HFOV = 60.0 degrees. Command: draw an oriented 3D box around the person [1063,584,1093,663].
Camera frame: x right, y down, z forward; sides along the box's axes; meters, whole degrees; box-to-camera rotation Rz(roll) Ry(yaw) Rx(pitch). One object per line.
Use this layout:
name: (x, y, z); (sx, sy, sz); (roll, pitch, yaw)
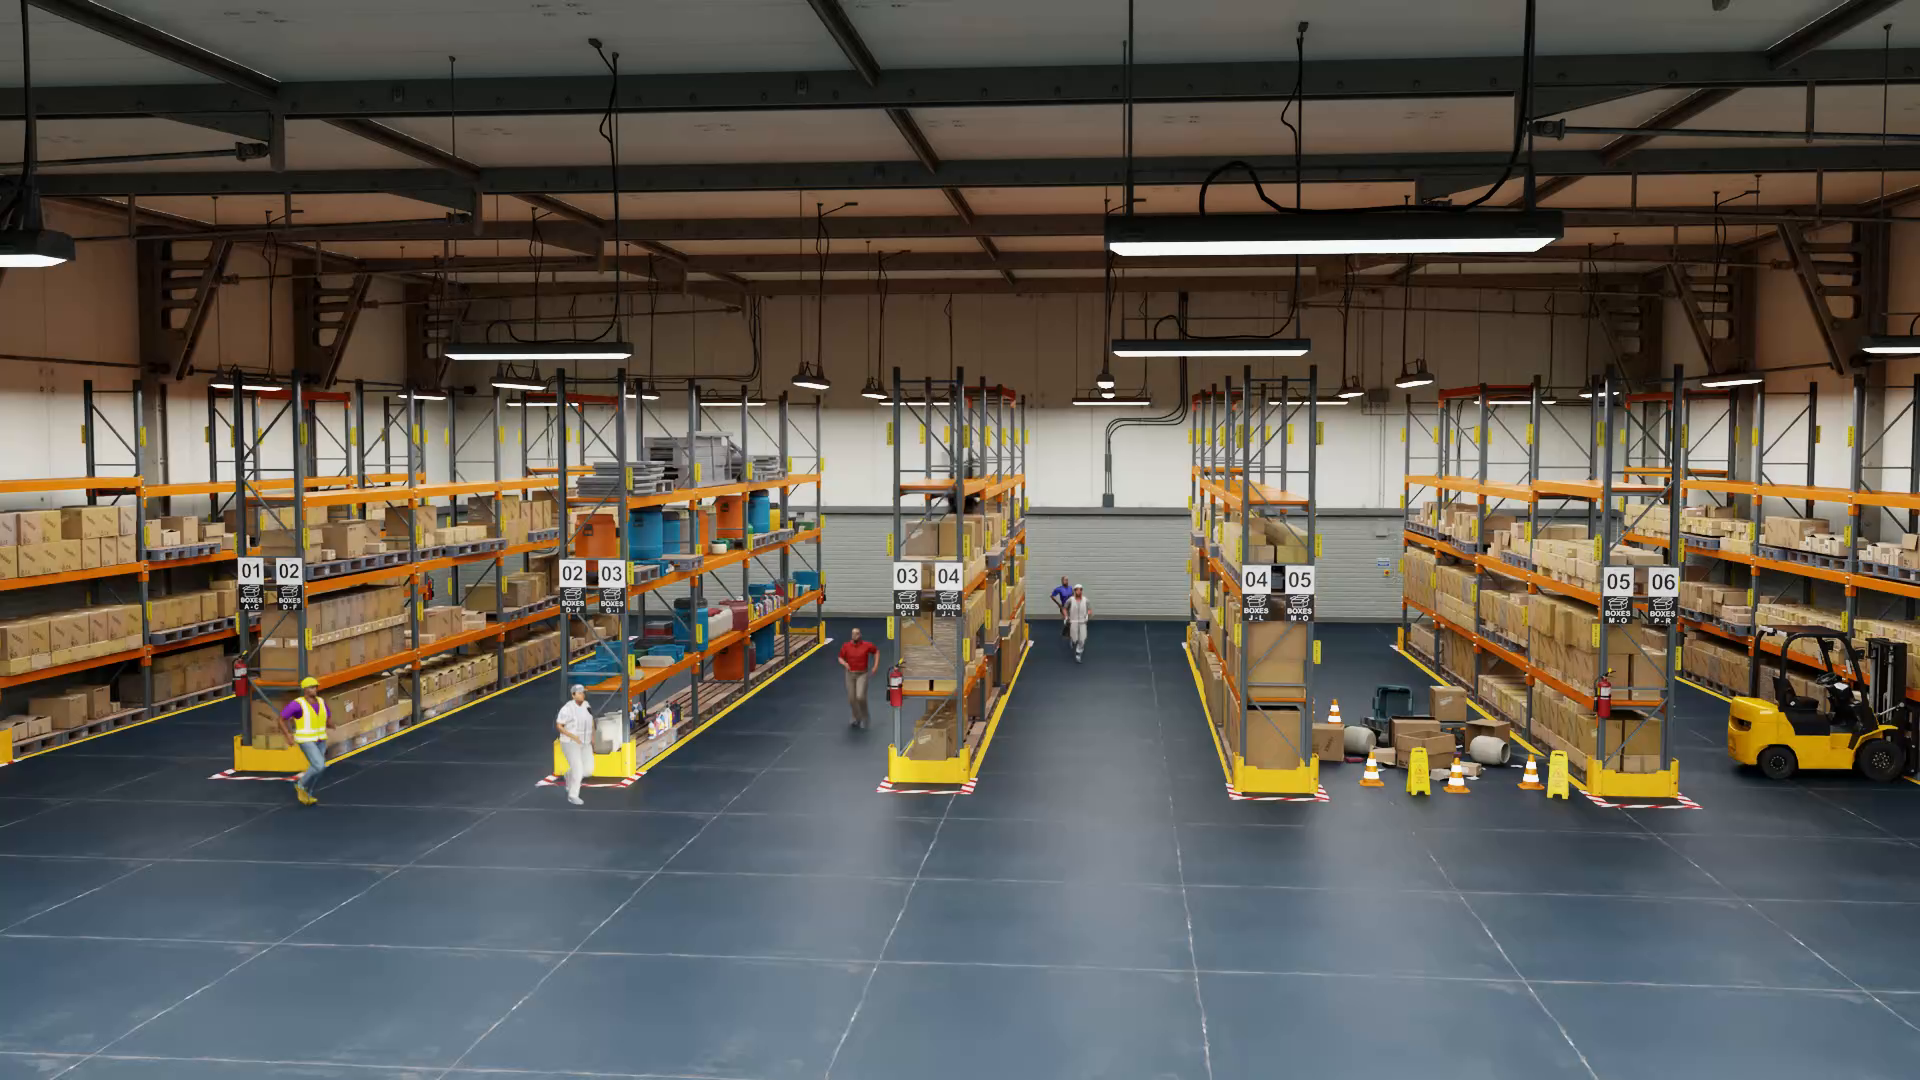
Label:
person: (2.618, 1.847, 36.850); (0.658, 1.736, 0.601); (0, 4, -3)

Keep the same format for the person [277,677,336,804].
person: (-8.758, 2.721, 22.520); (0.638, 1.724, 0.687); (2, 4, 27)

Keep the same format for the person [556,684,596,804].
person: (-5.258, 2.790, 22.846); (0.559, 1.632, 0.651); (3, 4, 38)

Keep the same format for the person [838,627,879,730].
person: (-1.756, 2.397, 28.533); (0.680, 1.800, 0.752); (1, 4, 8)

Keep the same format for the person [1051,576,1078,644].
person: (2.550, 1.693, 40.226); (0.613, 1.665, 0.796); (-3, 5, -39)
